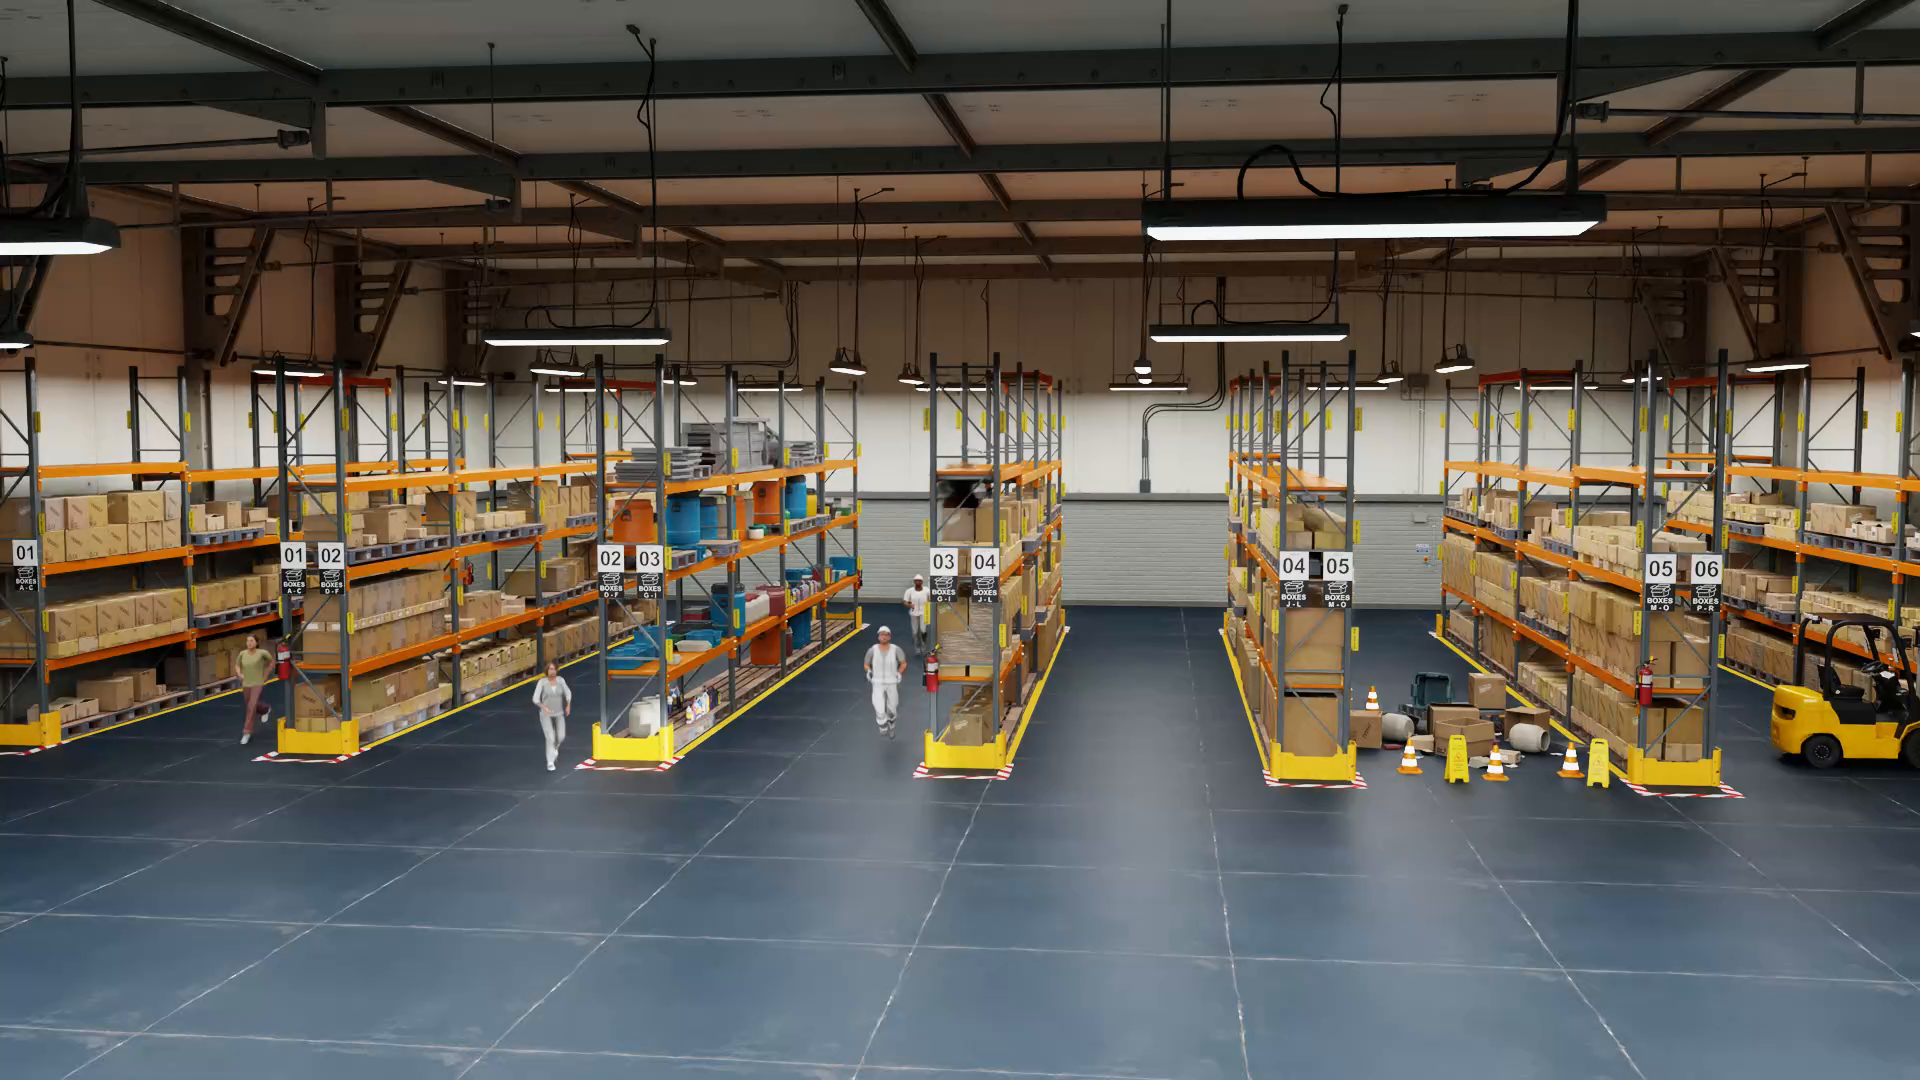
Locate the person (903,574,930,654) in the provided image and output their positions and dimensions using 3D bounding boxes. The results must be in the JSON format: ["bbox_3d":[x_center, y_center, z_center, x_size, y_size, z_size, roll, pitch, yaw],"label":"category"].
[{"bbox_3d":[-0.876,1.603,35.688,0.685,1.725,0.623,0,4,2],"label":"person"}]

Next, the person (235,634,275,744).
[{"bbox_3d":[-11.230,2.319,26.424,0.547,1.667,1.119,0,4,4],"label":"person"}]

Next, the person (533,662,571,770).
[{"bbox_3d":[-5.877,2.532,24.017,0.581,1.561,0.571,-2,5,-29],"label":"person"}]

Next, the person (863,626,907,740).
[{"bbox_3d":[-1.131,2.161,24.960,0.651,1.738,0.588,0,4,1],"label":"person"}]
